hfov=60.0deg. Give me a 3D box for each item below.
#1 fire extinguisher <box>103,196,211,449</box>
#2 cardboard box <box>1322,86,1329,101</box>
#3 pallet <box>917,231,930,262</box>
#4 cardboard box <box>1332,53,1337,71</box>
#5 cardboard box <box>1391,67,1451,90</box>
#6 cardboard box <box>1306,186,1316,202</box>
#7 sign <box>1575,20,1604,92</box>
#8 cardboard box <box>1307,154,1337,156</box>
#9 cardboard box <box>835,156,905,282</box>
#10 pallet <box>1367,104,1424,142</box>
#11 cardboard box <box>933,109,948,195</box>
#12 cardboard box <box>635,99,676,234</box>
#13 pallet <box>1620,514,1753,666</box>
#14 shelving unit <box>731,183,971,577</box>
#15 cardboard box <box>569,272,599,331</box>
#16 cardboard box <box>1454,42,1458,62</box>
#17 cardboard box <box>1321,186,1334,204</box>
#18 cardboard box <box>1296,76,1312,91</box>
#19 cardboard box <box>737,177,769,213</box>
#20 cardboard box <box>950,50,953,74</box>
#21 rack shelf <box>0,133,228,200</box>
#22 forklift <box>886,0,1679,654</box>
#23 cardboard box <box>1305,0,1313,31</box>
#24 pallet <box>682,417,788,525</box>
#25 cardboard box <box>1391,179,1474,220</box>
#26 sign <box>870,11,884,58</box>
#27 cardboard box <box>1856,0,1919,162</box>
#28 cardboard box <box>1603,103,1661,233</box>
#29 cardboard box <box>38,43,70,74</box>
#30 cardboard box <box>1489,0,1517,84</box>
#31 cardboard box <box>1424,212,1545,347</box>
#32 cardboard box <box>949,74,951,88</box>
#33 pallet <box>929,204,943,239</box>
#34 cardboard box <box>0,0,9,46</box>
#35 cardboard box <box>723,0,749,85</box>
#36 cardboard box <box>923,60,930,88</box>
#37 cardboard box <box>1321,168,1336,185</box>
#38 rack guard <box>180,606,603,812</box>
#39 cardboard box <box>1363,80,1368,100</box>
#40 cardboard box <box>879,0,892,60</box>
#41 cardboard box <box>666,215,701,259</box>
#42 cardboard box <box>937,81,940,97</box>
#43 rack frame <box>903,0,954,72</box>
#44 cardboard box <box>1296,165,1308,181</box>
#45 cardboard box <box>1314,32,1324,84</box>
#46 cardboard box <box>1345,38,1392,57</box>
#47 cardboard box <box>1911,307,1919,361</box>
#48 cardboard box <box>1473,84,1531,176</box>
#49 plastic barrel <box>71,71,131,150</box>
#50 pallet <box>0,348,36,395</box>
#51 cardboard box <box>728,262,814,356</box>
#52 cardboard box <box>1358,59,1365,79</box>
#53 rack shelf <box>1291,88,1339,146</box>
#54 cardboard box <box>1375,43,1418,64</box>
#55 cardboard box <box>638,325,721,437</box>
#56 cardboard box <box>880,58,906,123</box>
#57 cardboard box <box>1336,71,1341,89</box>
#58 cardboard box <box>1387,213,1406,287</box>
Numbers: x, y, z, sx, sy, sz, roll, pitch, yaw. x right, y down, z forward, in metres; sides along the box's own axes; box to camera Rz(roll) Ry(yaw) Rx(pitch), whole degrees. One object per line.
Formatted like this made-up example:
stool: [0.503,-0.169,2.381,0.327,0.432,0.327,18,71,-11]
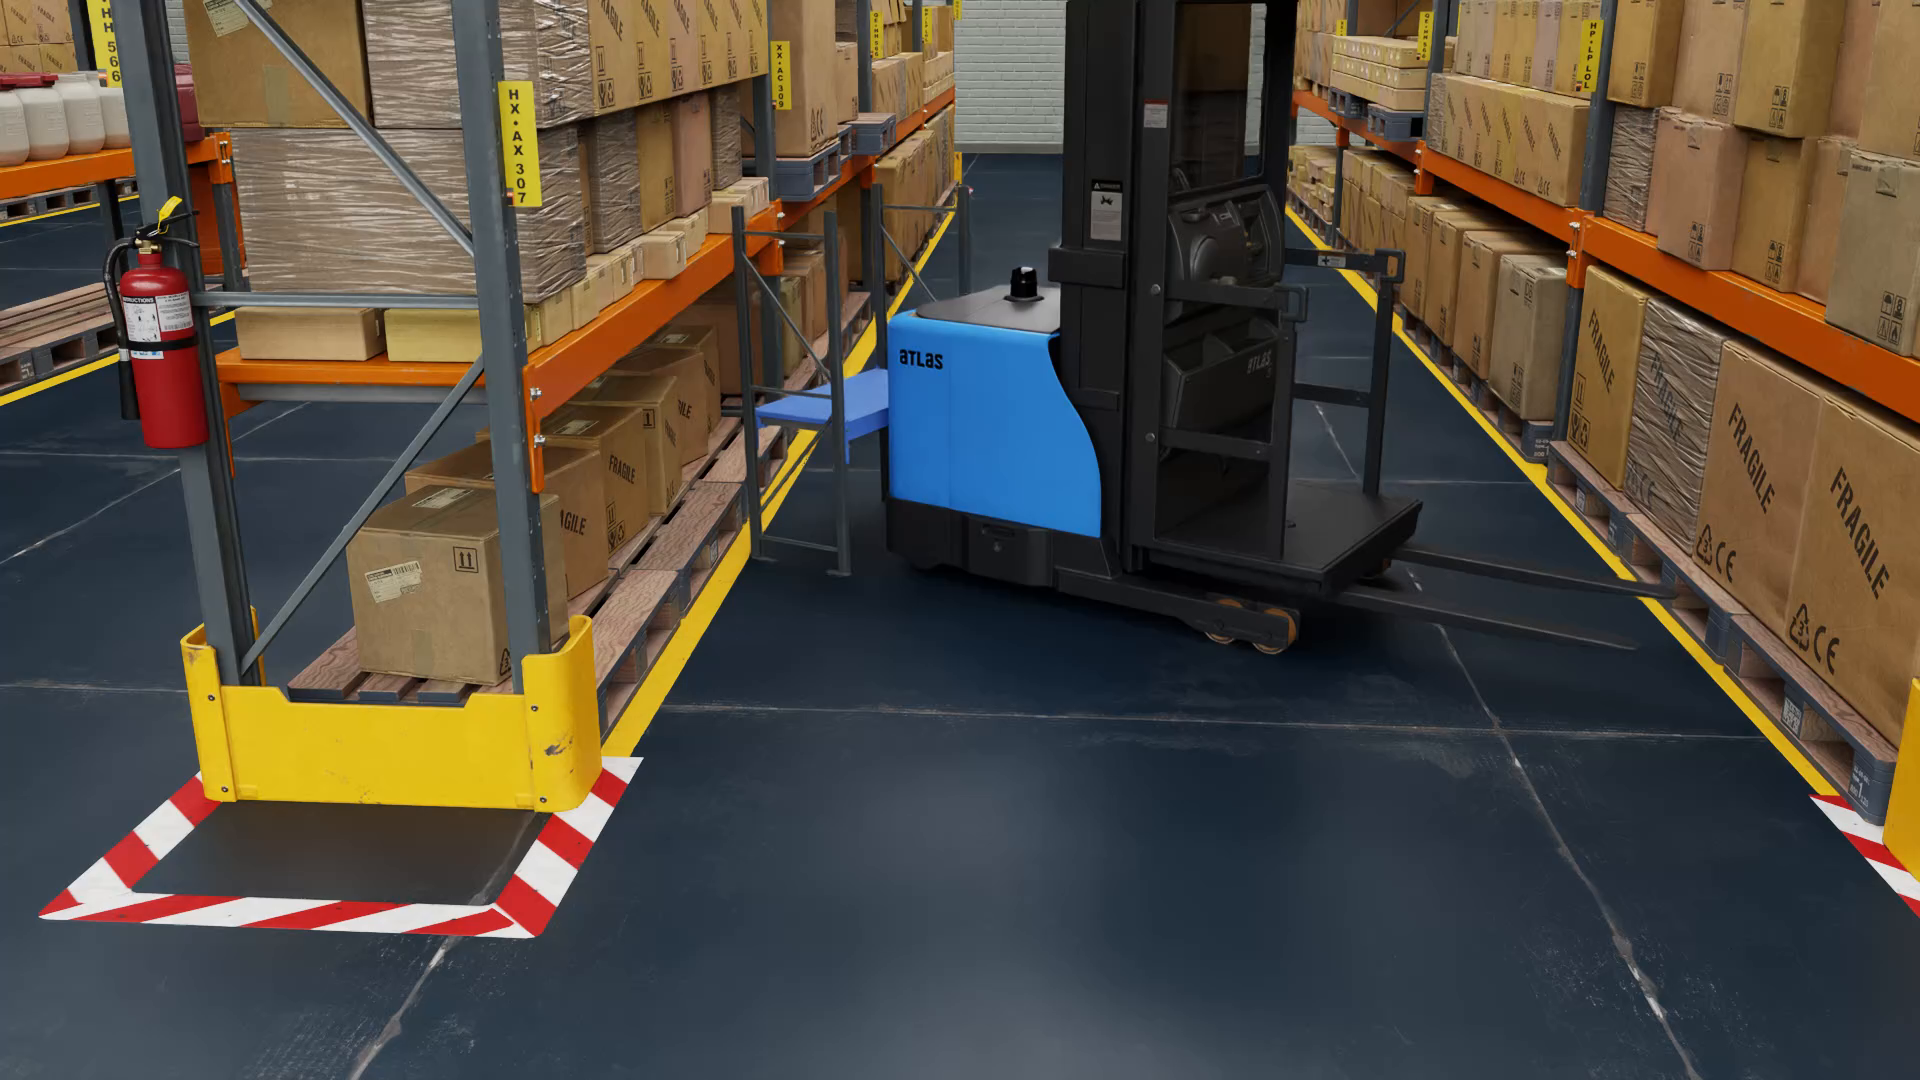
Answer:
fire extinguisher: [-2.186,-0.594,4.544,0.296,0.674,0.183,1,18,4]
cardboard box: [3.890,-4.544,16.878,0.380,0.149,0.250,1,18,2]
pallet: [-0.838,-2.817,15.680,1.003,0.211,1.213,1,18,4]
cardboard box: [3.595,-4.351,15.134,0.380,0.149,0.250,2,18,5]
cardboard box: [3.376,-3.384,12.184,0.380,0.149,0.250,2,18,5]
cardboard box: [3.914,-3.692,17.777,0.380,0.149,0.250,1,18,4]
sign: [2.967,-2.278,7.826,0.100,0.325,0.005,1,18,4]
cardboard box: [3.982,-4.127,18.150,0.380,0.149,0.250,2,18,6]
cardboard box: [-1.075,-2.545,13.110,1.225,0.875,0.875,0,18,1]
pallet: [3.740,-3.131,12.470,1.213,0.211,1.003,1,18,4]
cardboard box: [-0.603,-4.332,18.565,0.875,0.875,0.875,1,18,4]
cardboard box: [-1.609,-1.483,6.492,0.875,0.500,0.500,1,18,4]
pallet: [3.291,0.183,6.526,1.003,0.211,1.213,1,18,4]
shelving unit: [-0.429,-0.738,7.249,0.538,1.500,1.048,9,20,30]
cardboard box: [-1.390,-0.775,5.373,0.380,0.149,0.250,1,18,4]
cardboard box: [4.097,-3.827,13.058,0.380,0.149,0.250,2,18,6]
cardboard box: [3.794,-3.417,16.459,0.380,0.149,0.250,0,18,1]
cardboard box: [3.969,-5.108,18.599,0.380,0.149,0.250,1,18,2]
cardboard box: [-1.154,-1.706,8.215,0.380,0.149,0.250,1,18,4]
cardboard box: [-0.341,-5.539,19.274,0.500,0.250,0.500,1,18,3]
rack shelf: [-6.228,-2.288,10.745,1.077,0.370,4.000,1,18,4]
forklift: [1.197,-1.159,6.253,3.031,2.935,1.130,12,21,32]
cardboard box: [3.982,-5.696,17.745,0.500,0.500,0.500,1,18,3]
pallet: [-1.444,-0.364,8.195,1.003,0.211,1.213,1,18,4]
cardboard box: [3.583,-2.585,12.631,0.500,0.250,0.500,1,18,3]
sign: [-0.603,-3.644,11.995,0.100,0.325,0.005,1,18,4]
cardboard box: [3.234,-1.386,4.860,0.875,0.550,0.550,1,18,4]
cardboard box: [3.494,-1.713,7.593,0.875,0.550,0.550,1,18,4]
cardboard box: [-10.324,-5.278,18.552,0.500,0.500,0.500,1,18,3]
cardboard box: [3.684,-3.066,10.196,0.700,0.500,0.500,1,18,3]
cardboard box: [3.602,-1.671,10.643,1.050,0.750,0.750,2,18,5]
cardboard box: [-0.305,-5.229,18.968,0.380,0.149,0.250,1,18,4]
pallet: [-0.725,-3.293,17.132,1.003,0.211,1.213,1,18,4]
cardboard box: [-10.388,-5.429,17.406,0.500,0.500,0.500,1,18,2]
cardboard box: [-1.224,-2.261,7.263,0.500,0.500,0.500,1,18,4]
cardboard box: [-0.563,-4.593,16.387,0.500,0.250,0.500,1,18,3]
cardboard box: [3.837,-3.643,16.671,0.380,0.149,0.250,1,18,3]
rack guard: [-1.713,0.508,5.070,1.175,0.500,0.348,1,18,4]
cardboard box: [3.469,-3.641,13.446,0.380,0.149,0.250,2,18,6]
cardboard box: [-0.985,-4.303,13.965,0.797,0.503,0.637,2,18,6]
cardboard box: [-1.276,-1.240,6.795,0.380,0.149,0.250,1,18,4]
cardboard box: [-0.413,-4.751,17.508,0.380,0.149,0.250,1,18,5]
rack frame: [-0.571,-5.626,19.774,1.000,3.000,0.127,1,18,4]
cardboard box: [3.943,-4.074,18.464,0.380,0.149,0.250,2,18,6]
cardboard box: [3.910,-4.902,16.928,0.500,0.500,0.500,1,18,4]
cardboard box: [3.540,-4.248,14.344,0.380,0.149,0.250,1,18,3]
cardboard box: [3.203,-0.702,4.506,0.875,0.550,0.550,1,18,4]
cardboard box: [3.386,-2.444,9.903,0.500,0.500,0.500,1,18,3]
plastic barrel: [-5.946,-2.980,11.522,0.421,0.512,0.421,0,18,0]
pallet: [-6.354,-0.929,9.919,1.003,0.211,1.213,1,18,4]
cardboard box: [-1.273,-1.432,10.282,0.700,0.500,0.500,0,18,-1]
cardboard box: [3.485,-3.865,13.652,0.380,0.149,0.250,1,18,3]
rack shelf: [4.225,-4.520,17.557,1.077,0.370,4.000,1,18,4]
cardboard box: [3.428,-3.766,12.874,0.380,0.149,0.250,2,18,6]
cardboard box: [-1.500,-0.787,8.347,0.500,0.500,0.500,1,18,2]
cardboard box: [-0.733,-3.808,14.067,0.500,0.500,0.500,1,18,4]
cardboard box: [3.581,-4.123,14.918,0.380,0.149,0.250,2,18,5]
cardboard box: [3.582,-2.221,12.723,0.500,0.500,0.500,1,18,4]
